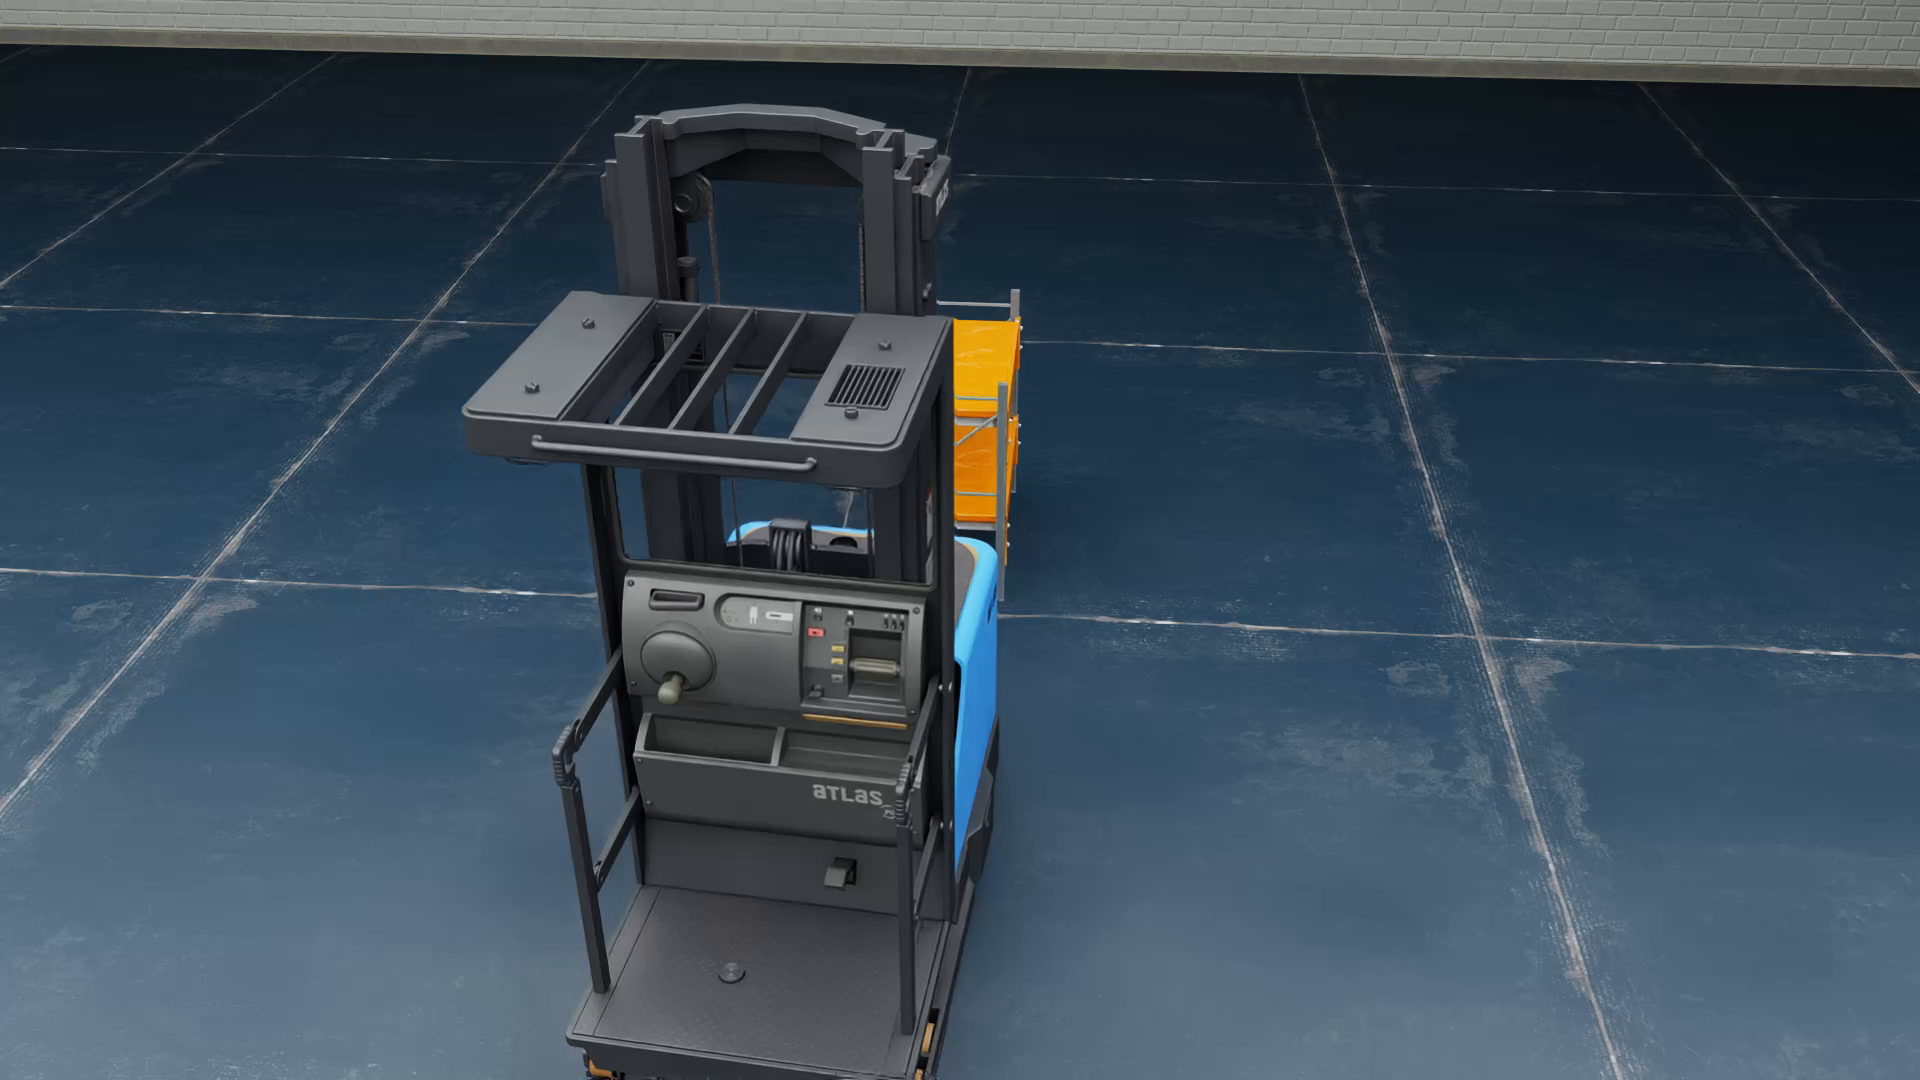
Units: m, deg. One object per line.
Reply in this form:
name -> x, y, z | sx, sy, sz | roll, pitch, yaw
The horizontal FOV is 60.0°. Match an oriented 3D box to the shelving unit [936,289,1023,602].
shelving unit -> -0.001, -0.475, 7.949 | 0.538, 1.125, 1.048 | 2, 32, 4

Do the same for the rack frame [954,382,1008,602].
rack frame -> -0.042, -0.210, 7.518 | 0.500, 1.125, 0.032 | 2, 32, 4

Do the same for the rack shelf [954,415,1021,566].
rack shelf -> -0.001, -0.267, 8.077 | 0.538, 0.278, 1.000 | 2, 32, 4

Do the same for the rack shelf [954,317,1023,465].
rack shelf -> -0.001, -0.725, 7.796 | 0.538, 0.278, 1.000 | 2, 32, 4

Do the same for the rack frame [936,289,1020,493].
rack frame -> 0.041, -0.741, 8.380 | 0.500, 1.125, 0.032 | 2, 32, 4

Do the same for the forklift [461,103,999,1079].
forklift -> -0.601, 0.382, 4.837 | 1.130, 2.935, 3.031 | 5, 32, 8
